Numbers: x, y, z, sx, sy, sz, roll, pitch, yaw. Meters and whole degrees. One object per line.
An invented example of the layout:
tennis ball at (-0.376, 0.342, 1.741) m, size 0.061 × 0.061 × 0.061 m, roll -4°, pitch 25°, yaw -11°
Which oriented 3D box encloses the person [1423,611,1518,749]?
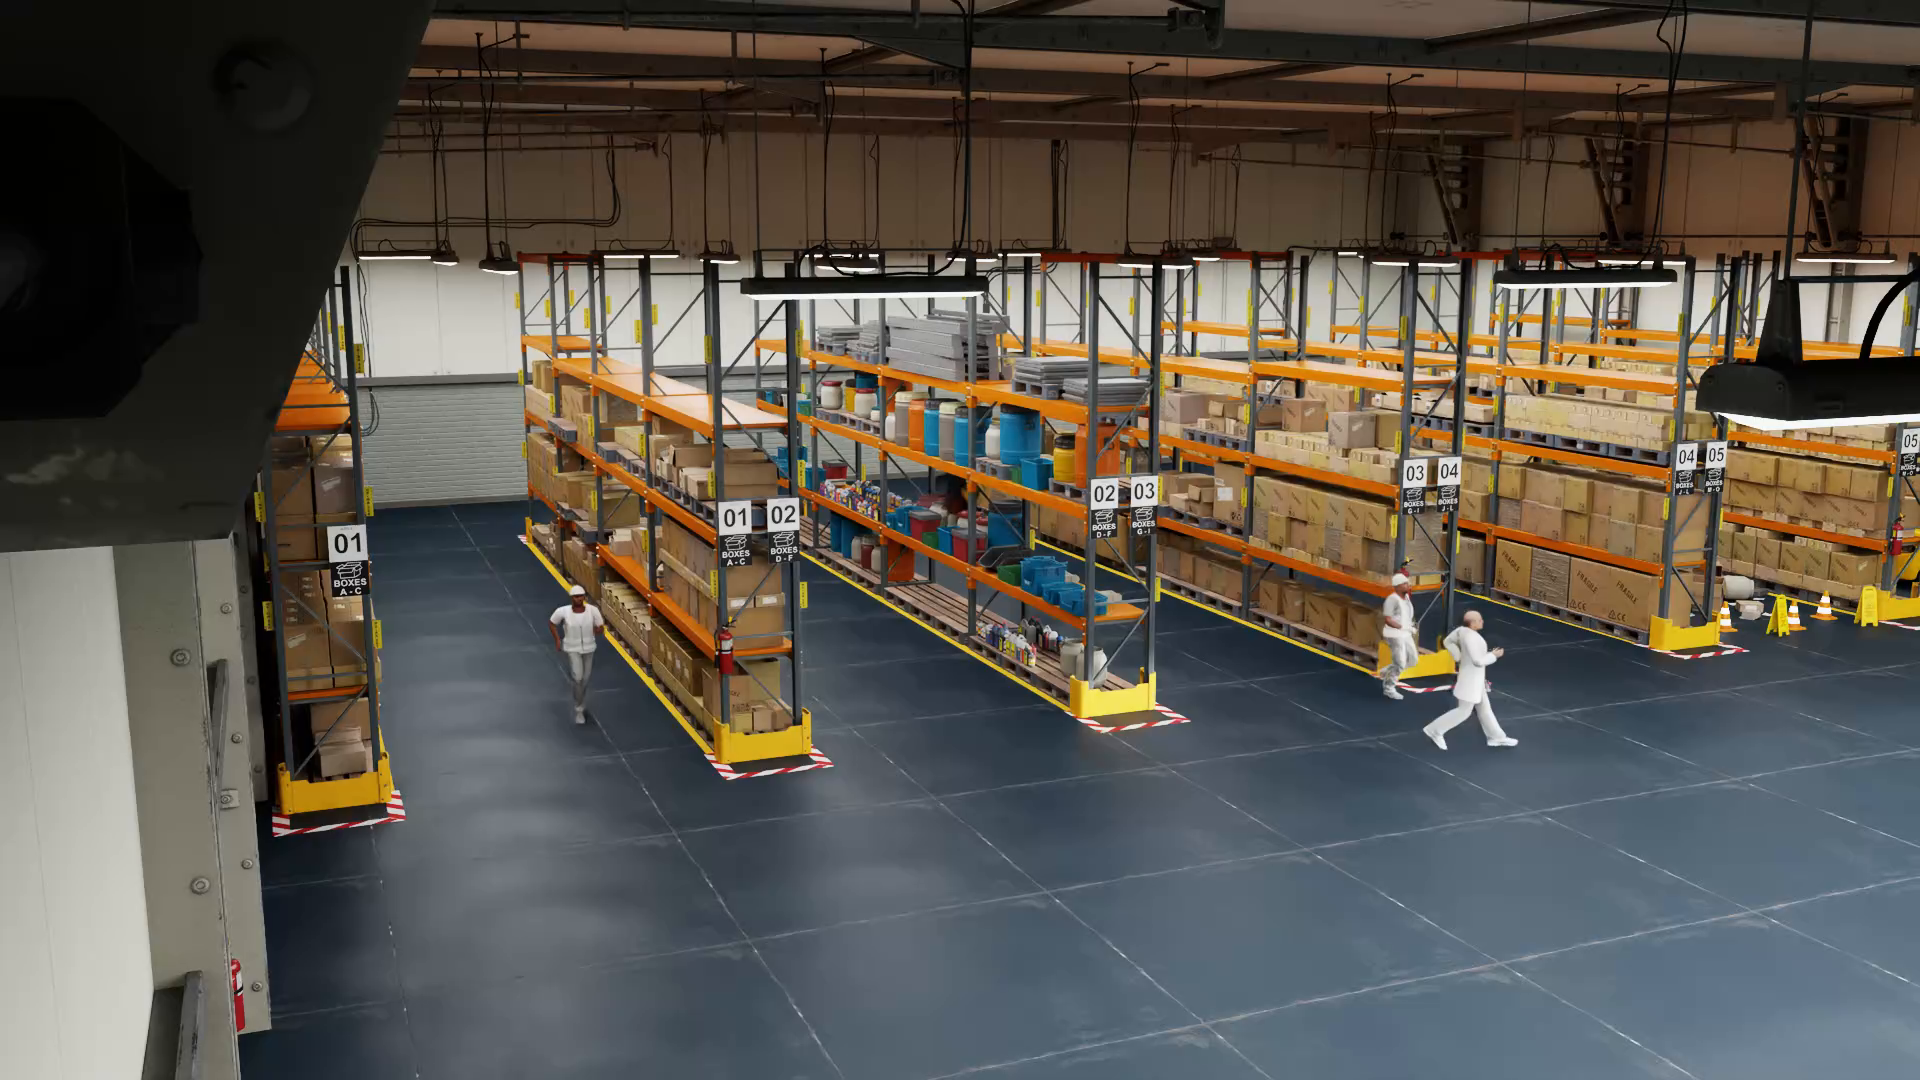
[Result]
person at (6.332, 1.719, 20.491) m, size 1.177 × 1.738 × 0.735 m, roll 1°, pitch 10°, yaw 8°

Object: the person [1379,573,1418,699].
person at (6.075, 1.334, 22.975) m, size 0.613 × 1.766 × 0.682 m, roll 8°, pitch 13°, yaw 37°

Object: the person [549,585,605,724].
person at (-5.028, 1.494, 22.020) m, size 0.674 × 1.826 × 0.746 m, roll -6°, pitch 12°, yaw -28°
